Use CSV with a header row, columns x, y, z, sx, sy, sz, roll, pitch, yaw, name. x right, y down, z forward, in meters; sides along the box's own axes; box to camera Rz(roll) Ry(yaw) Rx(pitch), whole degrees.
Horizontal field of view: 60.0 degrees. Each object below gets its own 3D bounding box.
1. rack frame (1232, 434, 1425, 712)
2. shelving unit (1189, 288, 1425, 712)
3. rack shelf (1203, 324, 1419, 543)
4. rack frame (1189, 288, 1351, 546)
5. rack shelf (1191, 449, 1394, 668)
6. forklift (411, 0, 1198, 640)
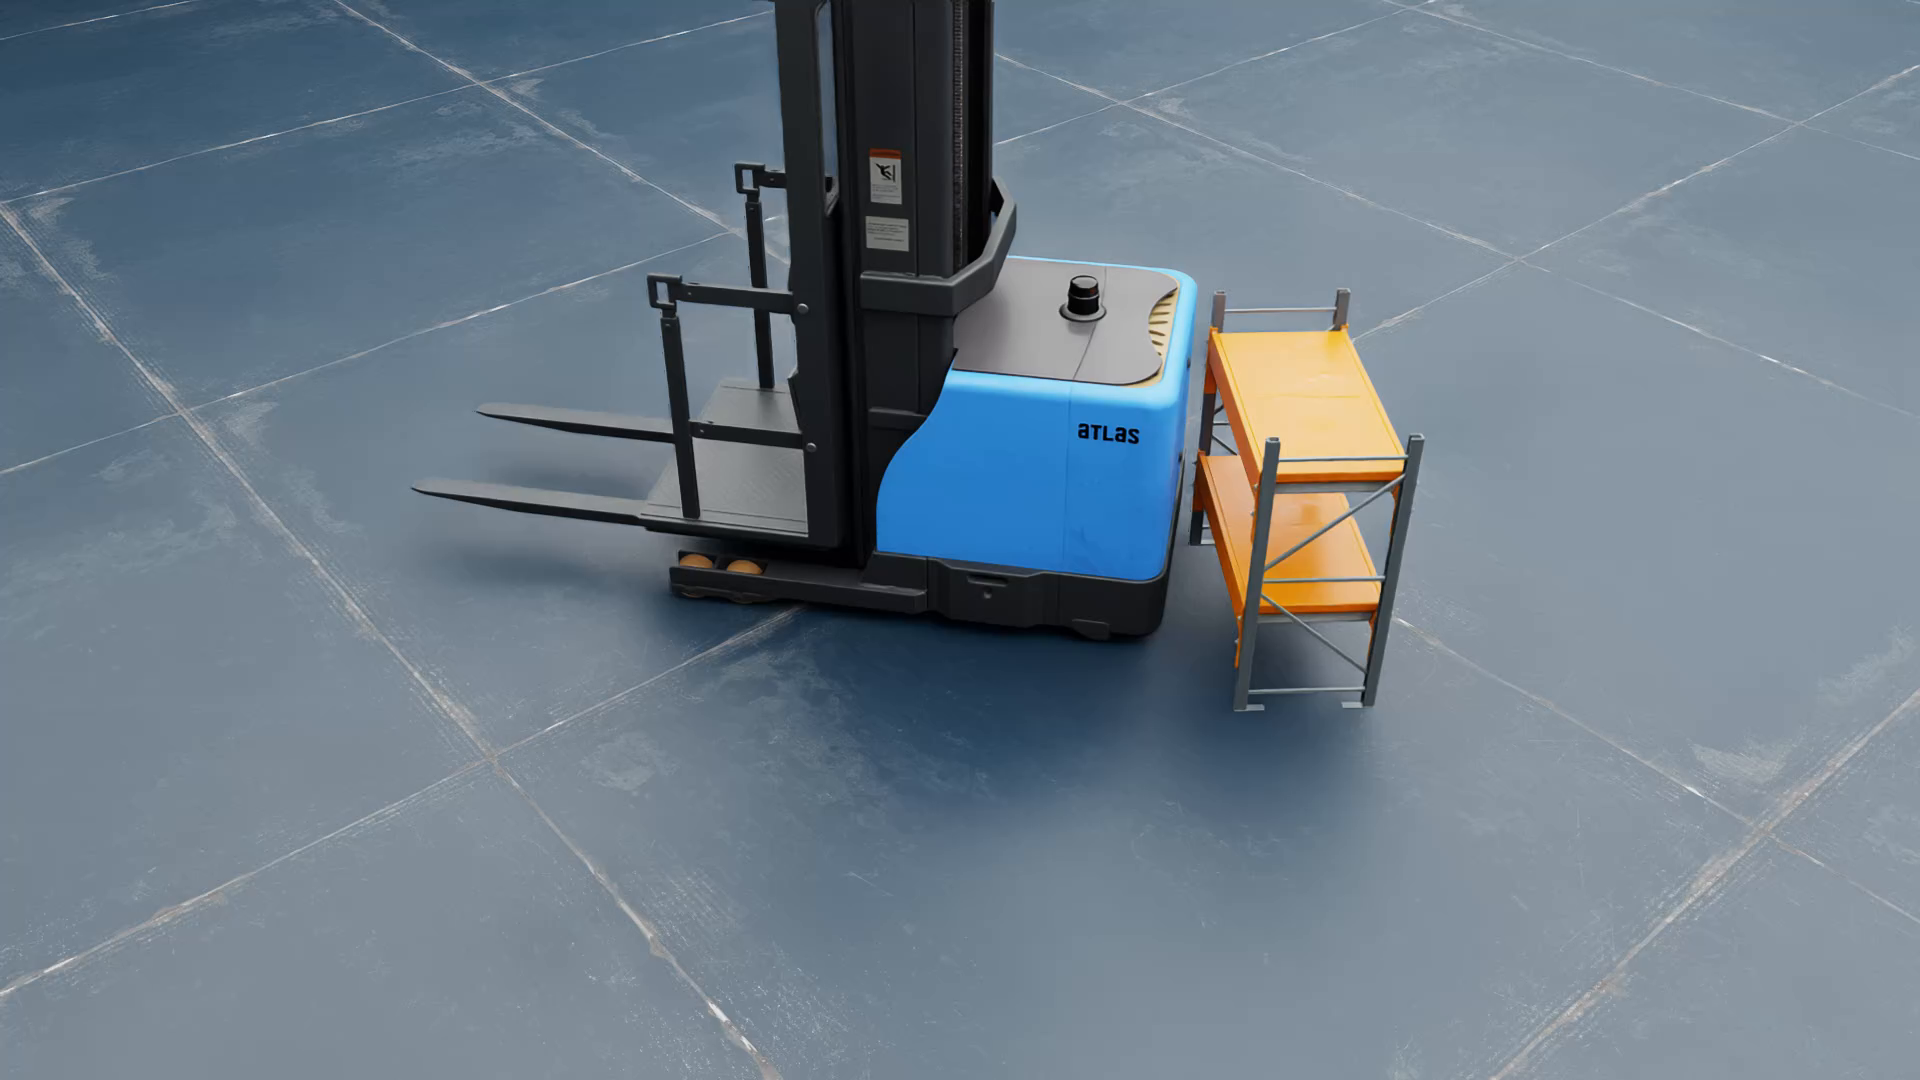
x,y,z,sx,sy,sz,roll,pitch,yaw,name
1.219,0.136,5.584,0.500,1.125,0.032,-1,35,-2,rack frame
1.199,-0.157,5.999,0.538,1.125,1.048,-1,35,-2,shelving unit
1.199,-0.396,5.830,0.538,0.278,1.000,-1,35,-2,rack shelf
1.180,-0.451,6.413,0.500,1.125,0.032,-1,35,-2,rack frame
1.199,0.042,6.140,0.538,0.278,1.000,-1,35,-2,rack shelf
-0.652,-1.243,5.969,3.031,2.935,1.130,7,36,9,forklift
